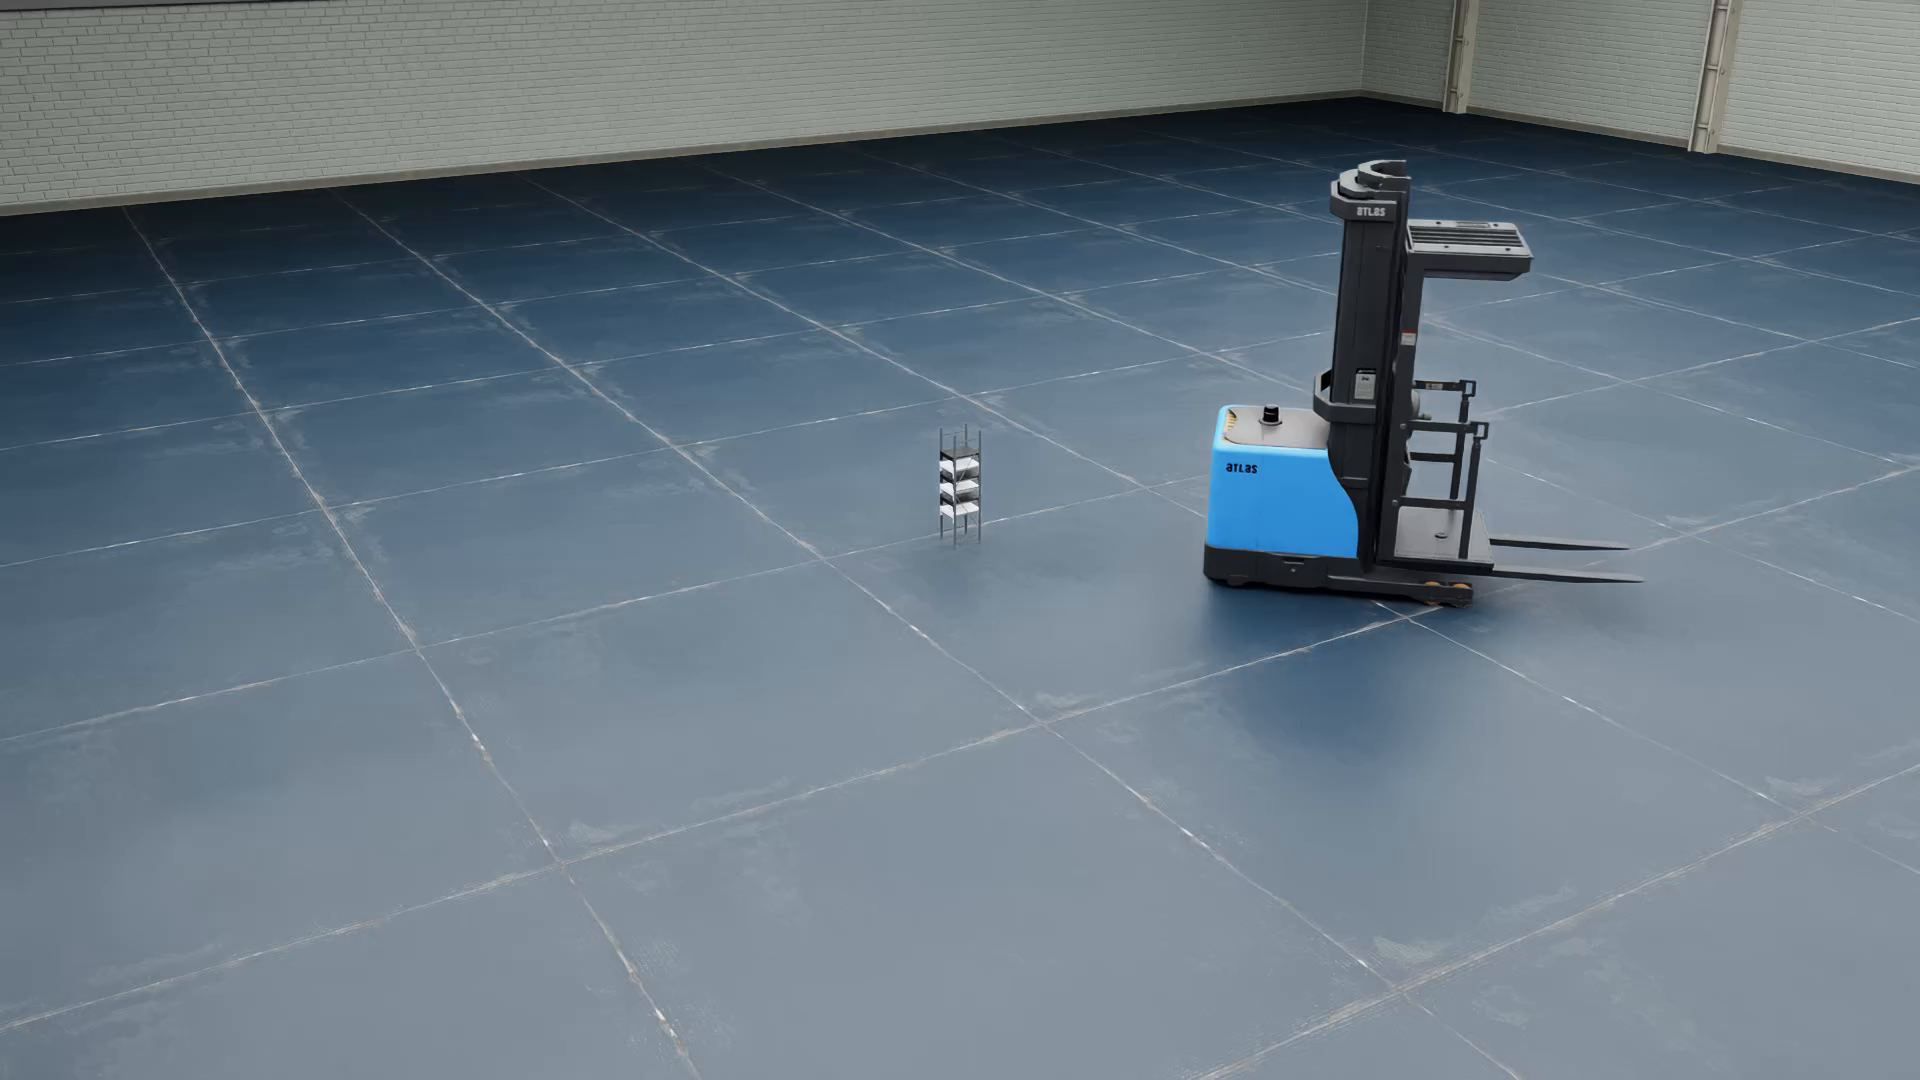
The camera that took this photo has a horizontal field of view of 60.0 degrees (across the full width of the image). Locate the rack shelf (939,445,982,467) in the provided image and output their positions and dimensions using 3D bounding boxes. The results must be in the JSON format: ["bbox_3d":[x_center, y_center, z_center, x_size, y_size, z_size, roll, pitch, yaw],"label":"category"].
[{"bbox_3d":[0.004,-0.633,12.546,0.258,0.077,0.200,-13,25,-28],"label":"rack shelf"}]

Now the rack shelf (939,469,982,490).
[{"bbox_3d":[0.004,-0.467,12.614,0.258,0.077,0.200,-13,25,-28],"label":"rack shelf"}]

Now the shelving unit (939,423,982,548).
[{"bbox_3d":[0.004,-0.414,12.636,0.258,0.900,0.210,-13,25,-28],"label":"shelving unit"}]

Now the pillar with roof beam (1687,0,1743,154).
[{"bbox_3d":[9.745,-10.378,26.393,9.100,9.000,0.400,-13,25,-28],"label":"pillar with roof beam"}]

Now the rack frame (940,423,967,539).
[{"bbox_3d":[-0.048,-0.447,12.717,0.240,0.900,0.006,-13,25,-28],"label":"rack frame"}]

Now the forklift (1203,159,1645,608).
[{"bbox_3d":[3.328,-1.101,11.627,3.031,2.935,1.130,4,23,11],"label":"forklift"}]

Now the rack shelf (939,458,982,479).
[{"bbox_3d":[0.004,-0.550,12.580,0.258,0.077,0.200,-13,25,-28],"label":"rack shelf"}]

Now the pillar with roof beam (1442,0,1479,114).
[{"bbox_3d":[6.680,-12.320,31.171,9.100,9.000,0.400,-13,25,-28],"label":"pillar with roof beam"}]

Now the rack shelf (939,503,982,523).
[{"bbox_3d":[0.004,-0.217,12.716,0.258,0.077,0.200,-13,25,-28],"label":"rack shelf"}]

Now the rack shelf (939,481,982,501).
[{"bbox_3d":[0.004,-0.383,12.648,0.258,0.077,0.200,-13,25,-28],"label":"rack shelf"}]

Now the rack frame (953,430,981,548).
[{"bbox_3d":[0.056,-0.381,12.555,0.240,0.900,0.006,-13,25,-28],"label":"rack frame"}]

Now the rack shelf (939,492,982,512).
[{"bbox_3d":[0.004,-0.300,12.682,0.258,0.077,0.200,-13,25,-28],"label":"rack shelf"}]
